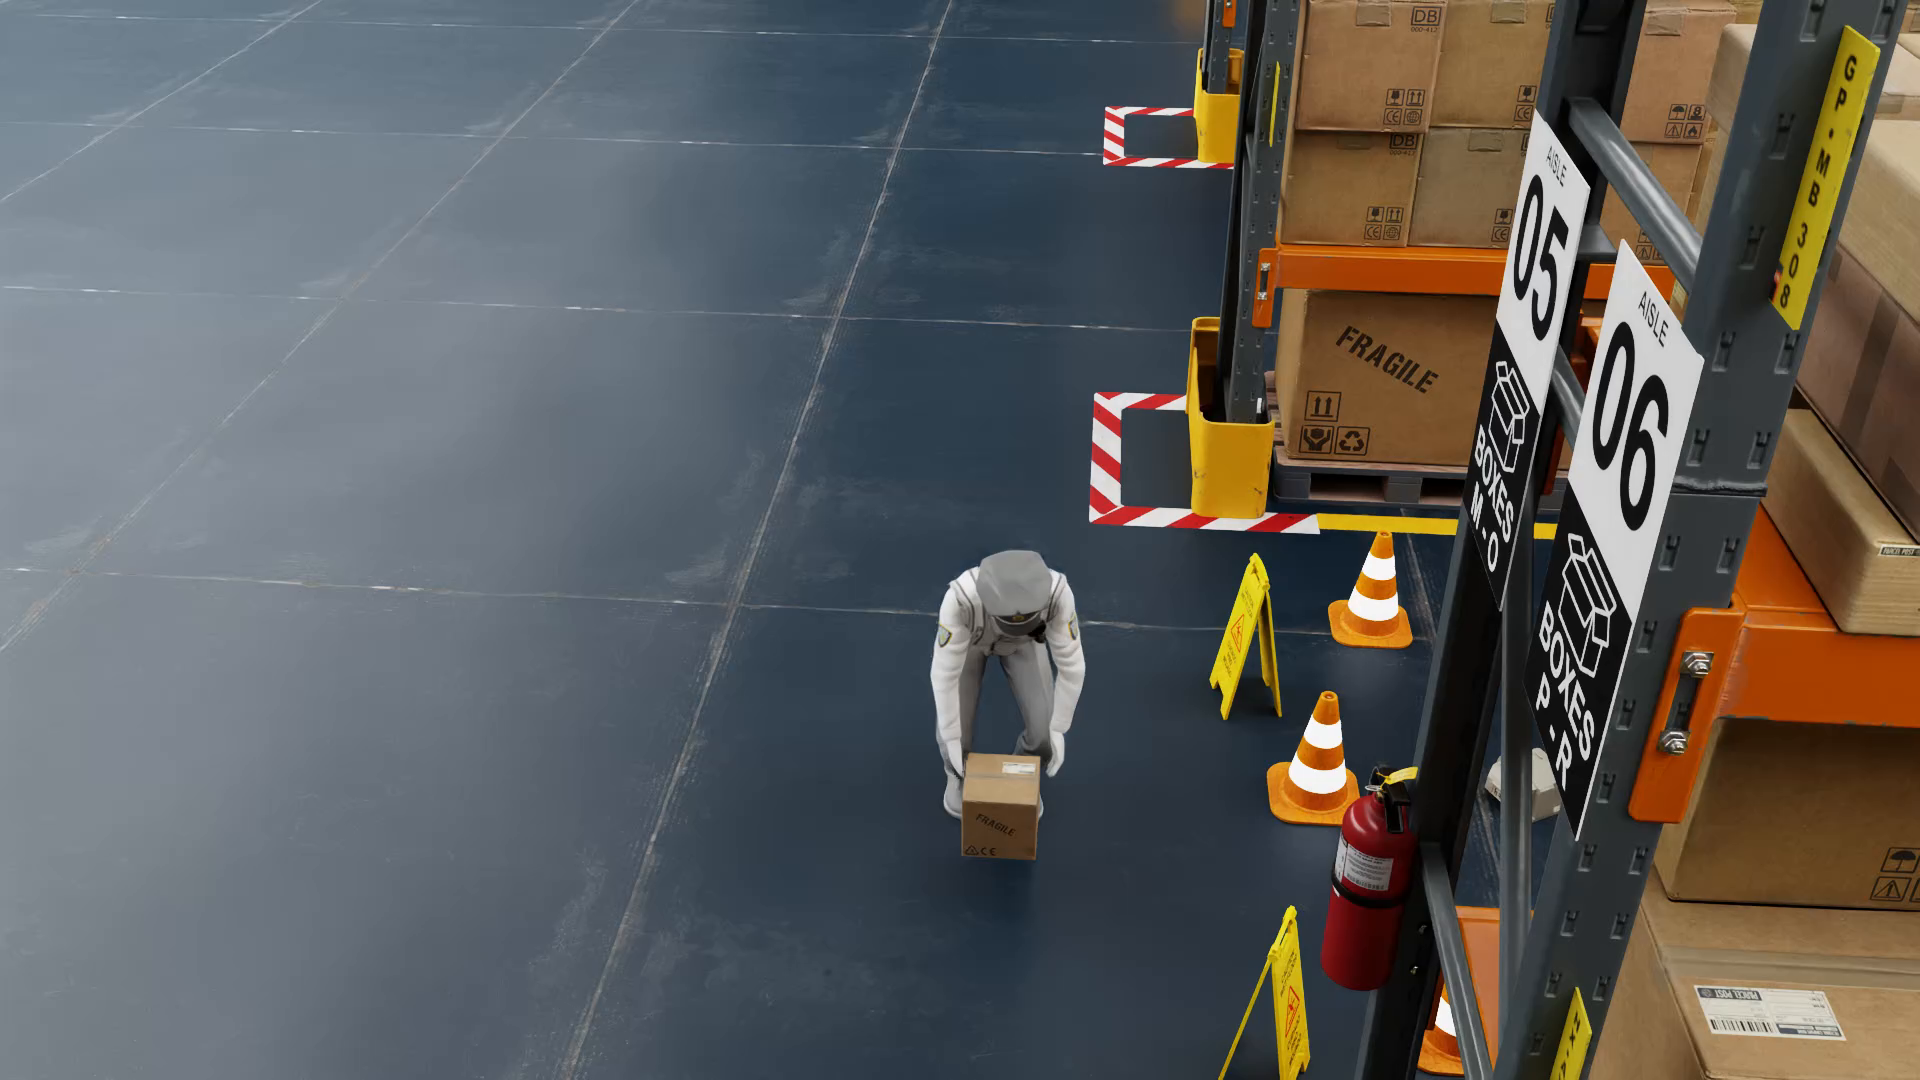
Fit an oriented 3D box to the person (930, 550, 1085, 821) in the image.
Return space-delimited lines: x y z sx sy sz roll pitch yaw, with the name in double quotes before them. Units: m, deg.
"person" 0.161 0.468 5.797 0.530 1.240 0.771 -1 32 -1
